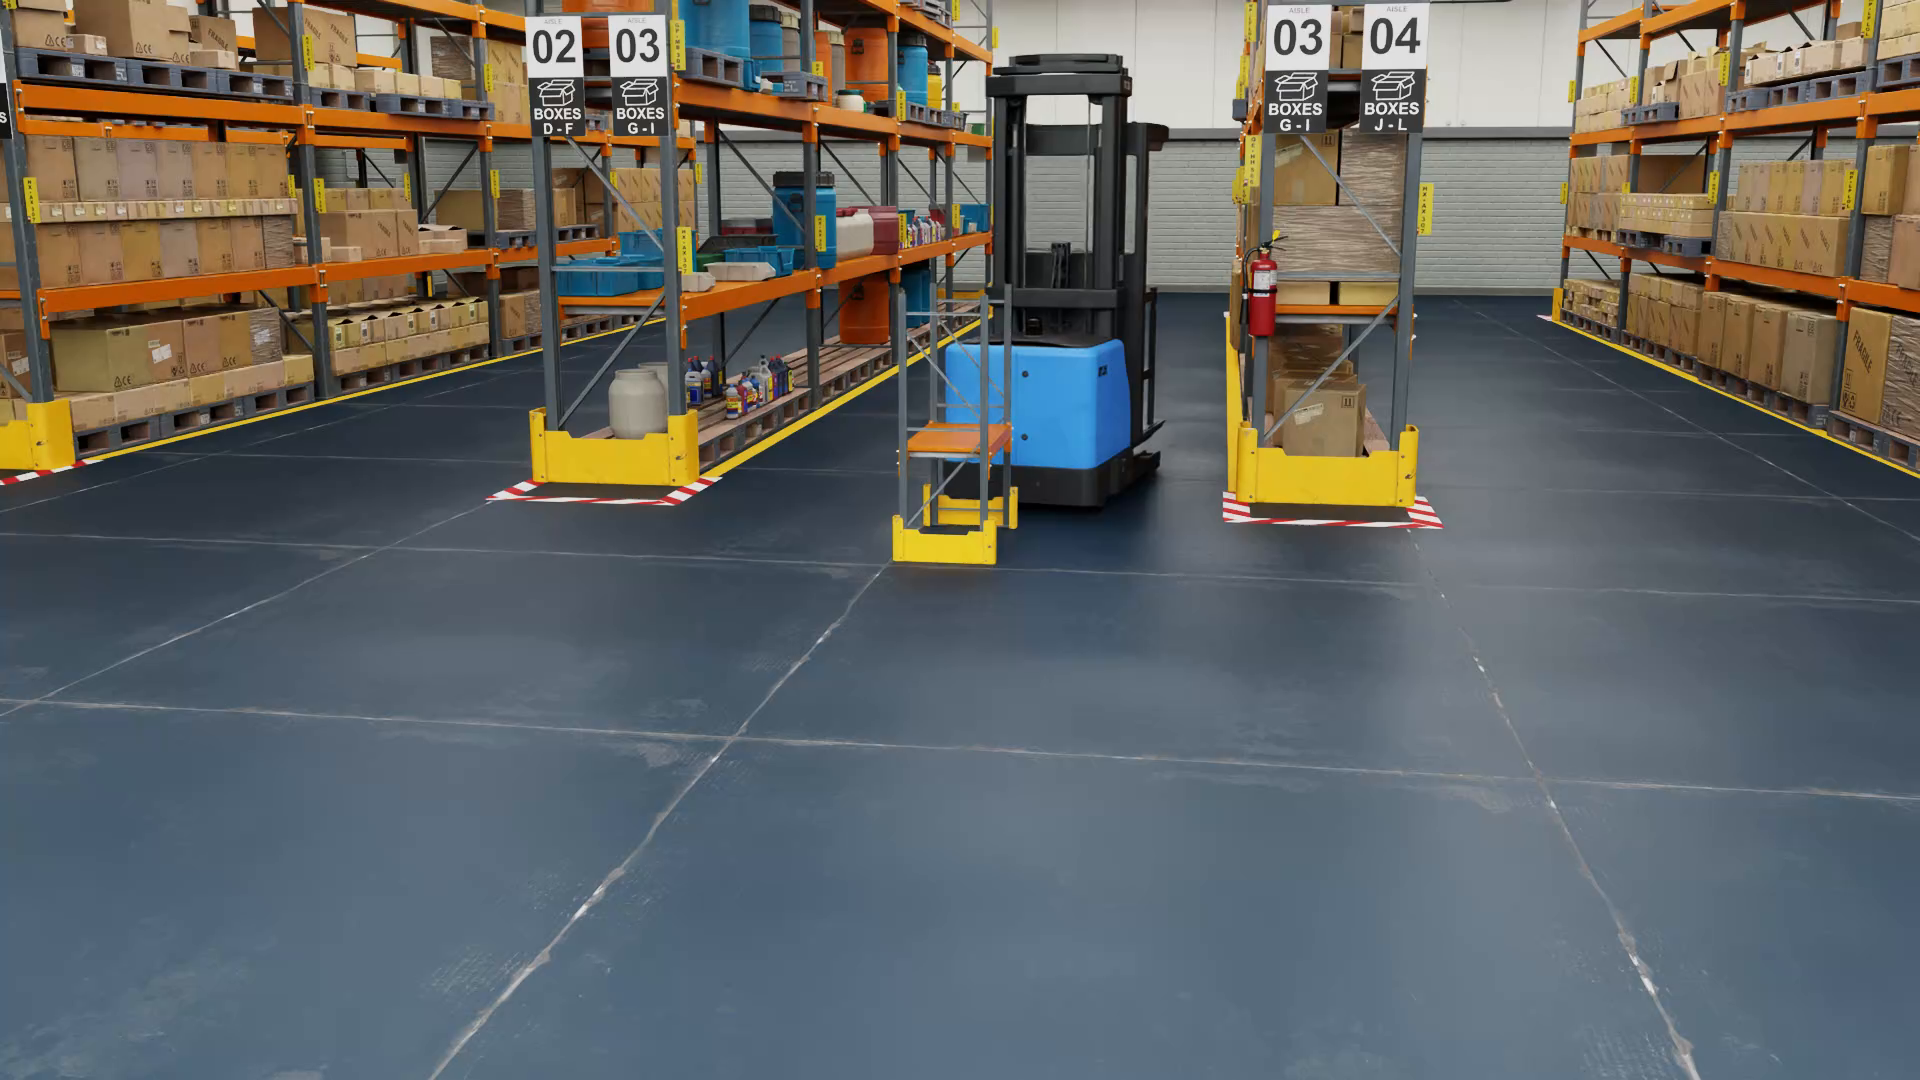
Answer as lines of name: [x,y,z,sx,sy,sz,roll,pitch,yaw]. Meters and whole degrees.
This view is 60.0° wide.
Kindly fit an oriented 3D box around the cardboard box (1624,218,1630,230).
cardboard box: [8.628,-3.996,21.015,0.380,0.149,0.250,2,12,10]

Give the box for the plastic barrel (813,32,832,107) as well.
plastic barrel: [-1.656,-4.924,17.584,0.600,0.830,0.708,2,12,9]

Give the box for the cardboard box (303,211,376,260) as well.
cardboard box: [-6.509,-3.195,17.460,0.500,0.500,0.500,3,12,13]

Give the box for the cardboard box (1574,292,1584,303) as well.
cardboard box: [9.266,-3.569,24.497,0.380,0.149,0.250,2,12,10]

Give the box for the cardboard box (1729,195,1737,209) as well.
cardboard box: [8.949,-3.831,18.838,0.380,0.149,0.250,1,12,6]

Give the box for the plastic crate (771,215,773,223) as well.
plastic crate: [-1.766,-3.253,17.816,0.402,0.464,0.583,2,12,9]

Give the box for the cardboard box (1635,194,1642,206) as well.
cardboard box: [8.545,-4.181,20.463,0.380,0.149,0.250,2,12,8]

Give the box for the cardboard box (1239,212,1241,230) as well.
cardboard box: [4.103,-4.393,22.907,0.500,0.250,0.500,2,12,8]

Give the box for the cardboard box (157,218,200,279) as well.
cardboard box: [-7.019,-2.512,14.293,0.700,0.500,0.500,2,12,10]

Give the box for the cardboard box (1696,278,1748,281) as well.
cardboard box: [9.155,-3.008,19.989,0.500,0.250,0.500,1,12,6]

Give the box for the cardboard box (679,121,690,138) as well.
cardboard box: [-4.697,-6.652,26.977,0.500,0.250,0.500,2,12,9]

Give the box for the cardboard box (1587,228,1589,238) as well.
cardboard box: [9.358,-4.469,24.207,0.380,0.149,0.250,2,12,8]

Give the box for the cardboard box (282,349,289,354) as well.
cardboard box: [-6.947,-1.834,16.912,0.500,0.250,0.500,2,12,8]

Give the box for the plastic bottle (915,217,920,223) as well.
plastic bottle: [-0.589,-4.121,22.113,0.144,0.351,0.185,2,12,9]

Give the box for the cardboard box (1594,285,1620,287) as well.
cardboard box: [9.252,-3.546,23.684,0.380,0.149,0.250,2,12,9]

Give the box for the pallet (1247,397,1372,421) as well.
pallet: [2.996,-1.051,14.369,1.003,0.211,1.213,2,12,9]

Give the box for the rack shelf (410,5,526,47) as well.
rack shelf: [-5.801,-6.511,21.504,1.077,0.370,4.000,2,12,9]

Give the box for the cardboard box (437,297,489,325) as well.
cardboard box: [-5.946,-2.728,19.729,0.500,0.311,0.500,2,12,10]

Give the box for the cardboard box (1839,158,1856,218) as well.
cardboard box: [8.020,-3.015,14.250,0.700,0.500,0.500,2,12,8]

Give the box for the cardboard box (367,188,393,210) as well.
cardboard box: [-9.943,-5.423,27.324,0.980,0.700,0.700,2,12,8]

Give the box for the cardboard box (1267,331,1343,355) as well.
cardboard box: [3.180,-1.675,15.536,0.700,0.500,0.500,1,12,4]

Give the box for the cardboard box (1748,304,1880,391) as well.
cardboard box: [8.108,-1.812,15.623,1.050,0.750,0.750,2,12,9]

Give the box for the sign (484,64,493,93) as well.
sign: [-5.562,-5.448,19.616,0.100,0.325,0.005,2,12,9]

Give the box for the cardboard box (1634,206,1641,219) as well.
cardboard box: [8.548,-4.038,20.502,0.380,0.149,0.250,1,12,6]

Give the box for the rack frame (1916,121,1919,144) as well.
rack frame: [14.702,-4.732,24.830,1.000,3.000,0.127,2,12,9]

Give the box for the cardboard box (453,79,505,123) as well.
cardboard box: [-6.075,-5.317,20.186,0.910,0.500,0.500,2,12,9]

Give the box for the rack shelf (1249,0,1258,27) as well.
rack shelf: [3.371,-5.357,16.147,1.077,0.370,4.000,2,12,9]

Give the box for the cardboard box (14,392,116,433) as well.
cardboard box: [-7.037,-1.010,13.088,0.500,0.250,0.500,2,12,9]

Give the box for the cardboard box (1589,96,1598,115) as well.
cardboard box: [9.302,-6.212,23.749,0.500,0.250,0.500,2,12,9]

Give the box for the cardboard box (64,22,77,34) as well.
cardboard box: [-7.337,-4.105,13.682,0.500,0.311,0.500,3,13,15]

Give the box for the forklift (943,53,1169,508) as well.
forklift: [0.845,-1.909,11.895,1.130,2.935,3.031,4,13,18]

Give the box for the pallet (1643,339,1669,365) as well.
pallet: [8.876,-2.259,19.973,1.003,0.211,1.213,2,12,9]

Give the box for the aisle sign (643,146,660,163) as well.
aisle sign: [-5.158,-6.669,27.649,0.394,0.787,0.004,2,12,9]

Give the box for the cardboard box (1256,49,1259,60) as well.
cardboard box: [2.709,-4.085,14.119,0.380,0.149,0.250,2,12,7]

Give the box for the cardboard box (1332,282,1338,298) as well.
cardboard box: [2.857,-1.807,11.854,0.380,0.149,0.250,2,12,9]

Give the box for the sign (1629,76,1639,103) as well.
sign: [8.642,-5.774,21.317,0.100,0.325,0.005,2,12,9]

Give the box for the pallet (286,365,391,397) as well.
pallet: [-6.649,-1.668,17.233,1.003,0.211,1.213,2,12,9]

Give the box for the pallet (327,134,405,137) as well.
pallet: [-9.878,-6.803,27.530,1.003,0.211,1.213,2,12,9]

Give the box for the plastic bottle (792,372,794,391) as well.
plastic bottle: [-1.578,-1.477,15.325,0.097,0.201,0.097,0,12,0]

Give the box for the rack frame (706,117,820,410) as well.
rack frame: [-1.830,-2.716,15.474,1.000,3.000,0.127,2,12,9]

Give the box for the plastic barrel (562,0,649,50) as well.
plastic barrel: [-2.496,-3.870,11.693,0.600,0.830,0.708,2,12,9]

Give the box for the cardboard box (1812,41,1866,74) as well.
cardboard box: [7.922,-4.285,14.757,0.500,0.250,0.500,2,12,8]

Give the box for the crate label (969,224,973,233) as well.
crate label: [-0.009,-4.820,25.721,0.396,0.136,0.243,2,12,9]

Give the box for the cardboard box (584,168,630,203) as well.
cardboard box: [-5.143,-5.169,24.247,0.500,0.500,0.500,2,12,10]

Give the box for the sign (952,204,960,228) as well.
sign: [-0.057,-4.498,23.088,0.100,0.325,0.005,2,12,9]

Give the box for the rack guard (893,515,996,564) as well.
rack guard: [-0.088,-0.003,9.412,0.587,0.250,0.087,2,12,9]

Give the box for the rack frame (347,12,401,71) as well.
rack frame: [-9.774,-8.467,27.922,1.000,3.000,0.127,2,12,9]

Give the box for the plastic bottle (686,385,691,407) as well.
plastic bottle: [-2.361,-1.247,14.257,0.097,0.201,0.097,0,12,0]

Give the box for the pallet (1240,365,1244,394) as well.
pallet: [3.367,-1.609,16.957,1.003,0.211,1.213,2,12,9]

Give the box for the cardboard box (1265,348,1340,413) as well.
cardboard box: [2.882,-1.337,14.014,0.500,0.500,0.500,6,14,27]

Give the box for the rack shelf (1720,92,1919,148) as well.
rack shelf: [8.257,-3.904,15.578,1.077,0.370,4.000,2,12,9]

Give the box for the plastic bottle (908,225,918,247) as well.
plastic bottle: [-0.616,-3.856,21.060,0.152,0.276,0.135,2,12,9]

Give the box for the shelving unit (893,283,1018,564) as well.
shelving unit: [-0.012,-0.717,9.762,0.587,1.500,1.083,2,12,9]

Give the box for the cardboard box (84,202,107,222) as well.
cardboard box: [-6.988,-2.592,13.122,0.380,0.149,0.250,2,12,9]

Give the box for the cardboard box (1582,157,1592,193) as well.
cardboard box: [9.290,-5.257,23.949,0.500,0.500,0.500,2,12,7]

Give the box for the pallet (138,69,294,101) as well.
pallet: [-6.830,-4.121,15.088,1.003,0.211,1.213,2,12,9]
